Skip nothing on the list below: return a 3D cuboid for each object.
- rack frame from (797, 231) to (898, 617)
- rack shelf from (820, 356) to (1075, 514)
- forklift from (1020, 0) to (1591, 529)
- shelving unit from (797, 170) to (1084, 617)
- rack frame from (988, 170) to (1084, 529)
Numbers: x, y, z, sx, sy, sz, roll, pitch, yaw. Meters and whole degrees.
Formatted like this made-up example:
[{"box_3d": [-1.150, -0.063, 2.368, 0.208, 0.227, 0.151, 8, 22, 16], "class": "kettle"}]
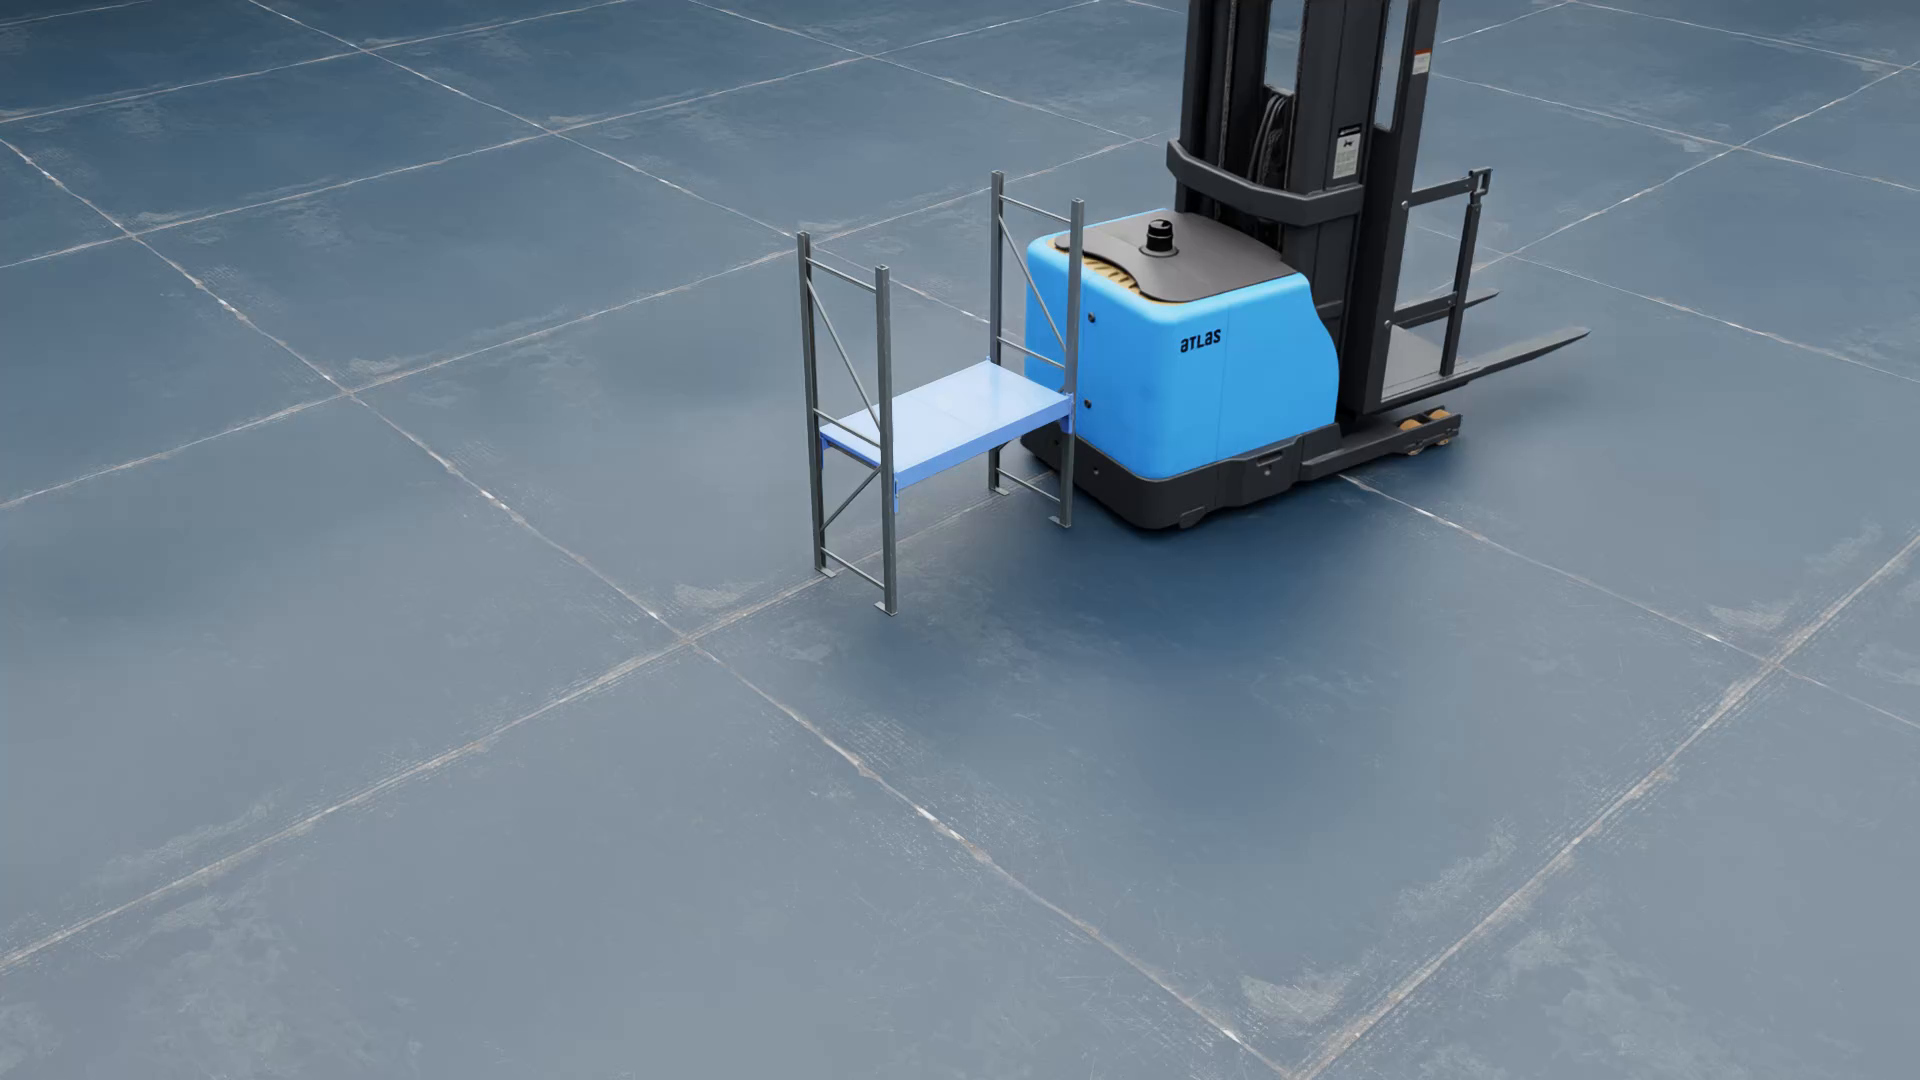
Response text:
[{"box_3d": [-0.435, -0.429, 6.514, 0.032, 1.500, 0.500, -26, 40, -35], "class": "rack frame"}, {"box_3d": [-0.063, -0.456, 6.903, 1.000, 0.185, 0.538, -26, 40, -35], "class": "rack shelf"}, {"box_3d": [1.803, -1.867, 7.494, 3.031, 2.935, 1.130, -18, 36, -27], "class": "forklift"}, {"box_3d": [-0.063, -0.610, 6.809, 1.048, 1.500, 0.538, -26, 40, -35], "class": "shelving unit"}, {"box_3d": [0.310, -0.790, 7.104, 0.032, 1.500, 0.500, -26, 40, -35], "class": "rack frame"}]
